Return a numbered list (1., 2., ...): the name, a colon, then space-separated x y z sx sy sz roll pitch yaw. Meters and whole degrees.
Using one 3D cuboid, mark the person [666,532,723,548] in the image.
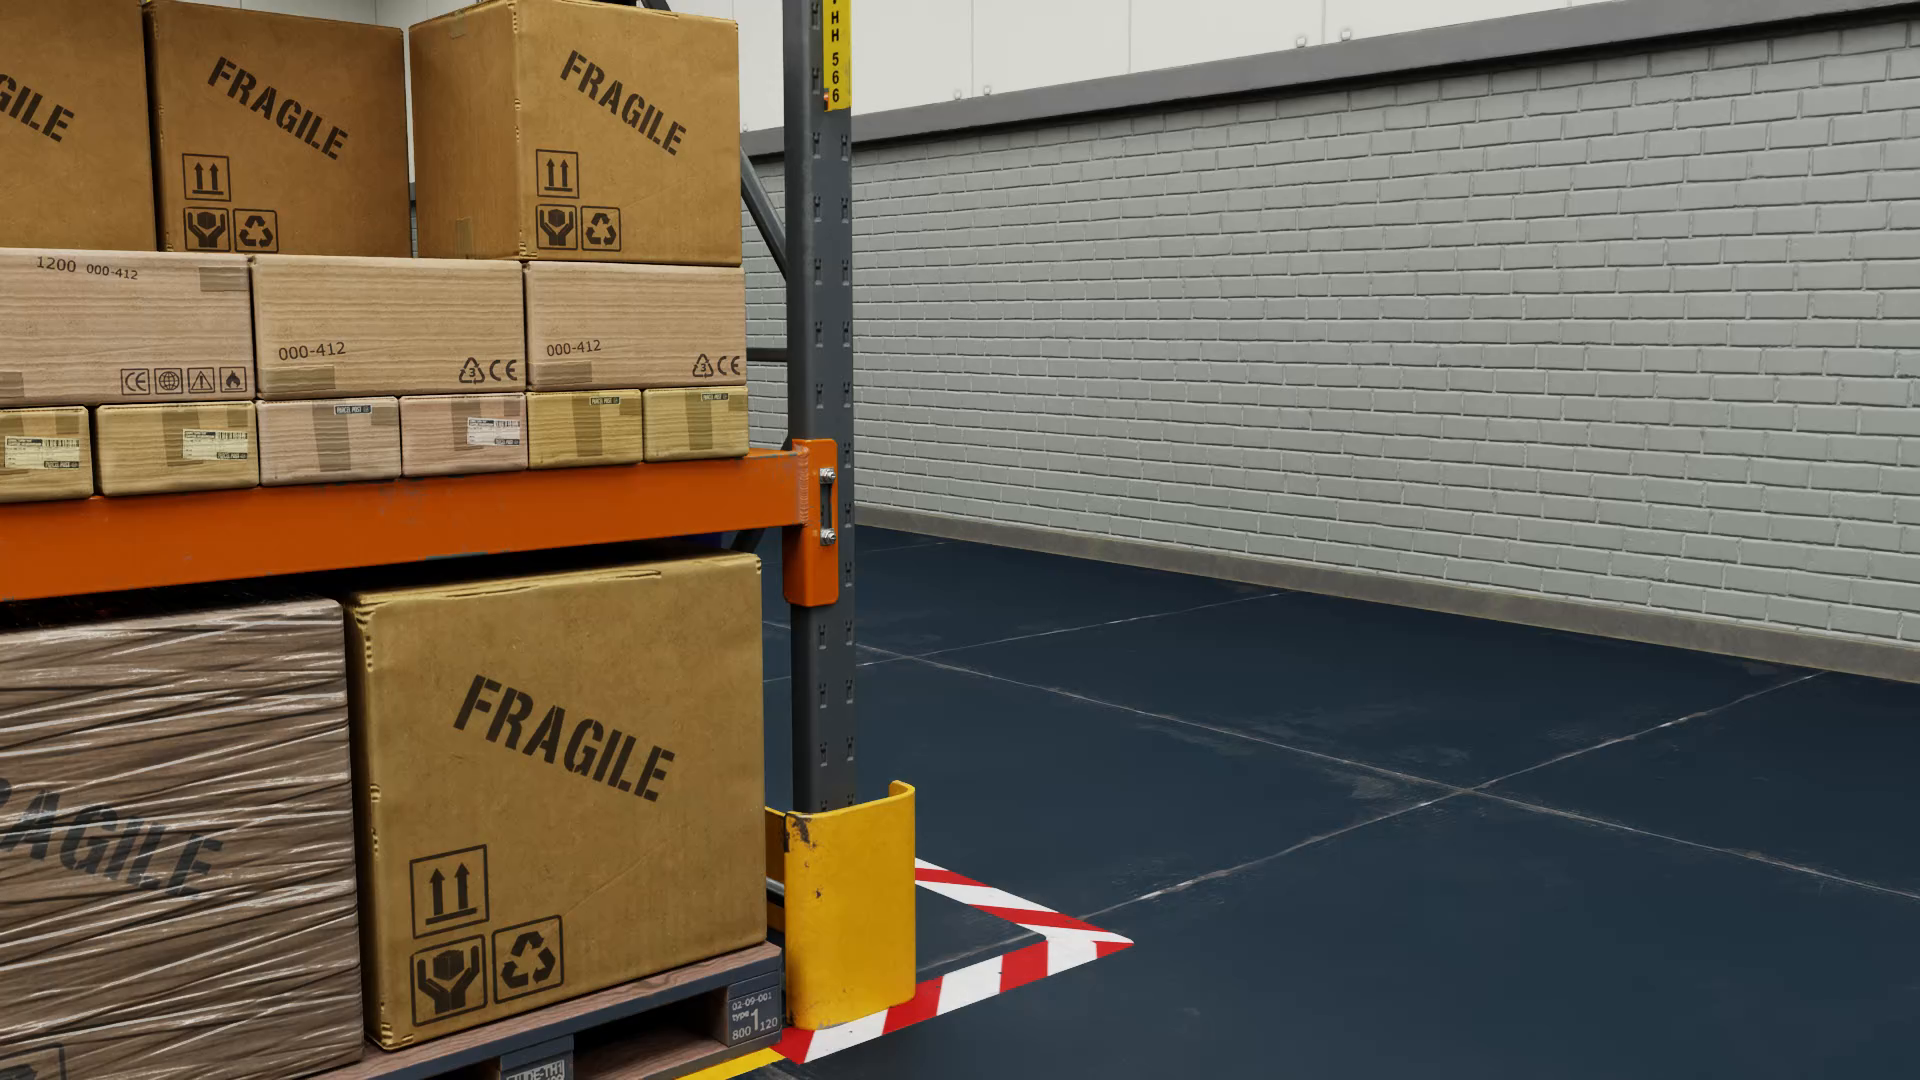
1. person: -1.165 -0.095 6.523 0.510 1.656 0.421 -7 10 -42
